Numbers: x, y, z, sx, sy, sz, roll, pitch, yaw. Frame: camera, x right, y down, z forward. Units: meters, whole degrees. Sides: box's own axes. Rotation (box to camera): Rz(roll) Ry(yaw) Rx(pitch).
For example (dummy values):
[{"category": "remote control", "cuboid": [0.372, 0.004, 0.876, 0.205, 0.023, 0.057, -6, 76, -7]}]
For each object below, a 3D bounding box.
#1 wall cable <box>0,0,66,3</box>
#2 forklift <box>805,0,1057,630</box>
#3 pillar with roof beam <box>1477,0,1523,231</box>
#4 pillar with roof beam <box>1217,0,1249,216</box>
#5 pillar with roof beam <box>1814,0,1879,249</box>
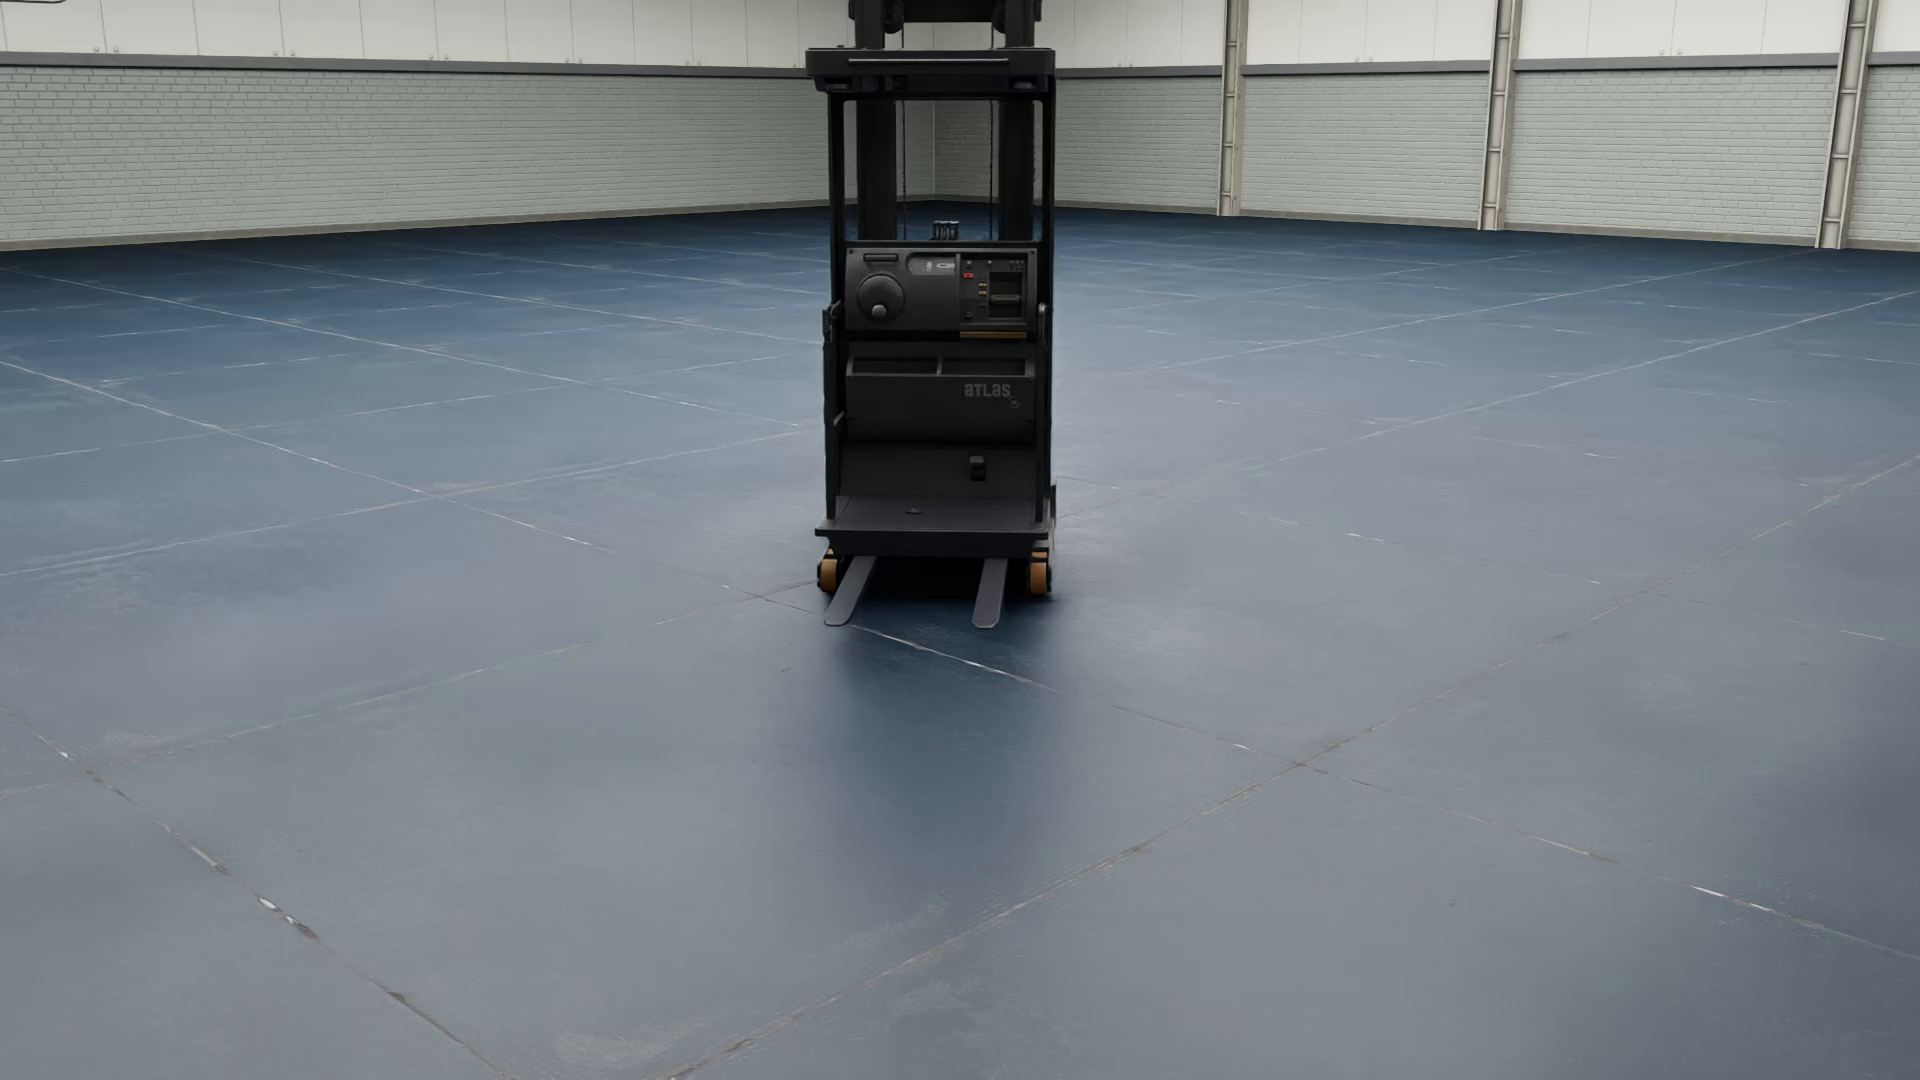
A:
[{"category": "wall cable", "cuboid": [-15.055, -10.735, 25.540, 0.169, 6.003, 2.305, 14, 20, 42]}, {"category": "forklift", "cuboid": [-0.103, -1.235, 7.858, 1.130, 2.935, 3.031, 1, 15, 4]}, {"category": "pillar with roof beam", "cuboid": [7.061, -9.449, 27.350, 0.400, 9.000, 9.100, 14, 20, 42]}, {"category": "pillar with roof beam", "cuboid": [2.742, -10.499, 31.381, 0.400, 9.000, 9.100, 14, 20, 42]}, {"category": "pillar with roof beam", "cuboid": [11.381, -8.399, 23.320, 0.400, 9.000, 9.100, 14, 20, 42]}]
